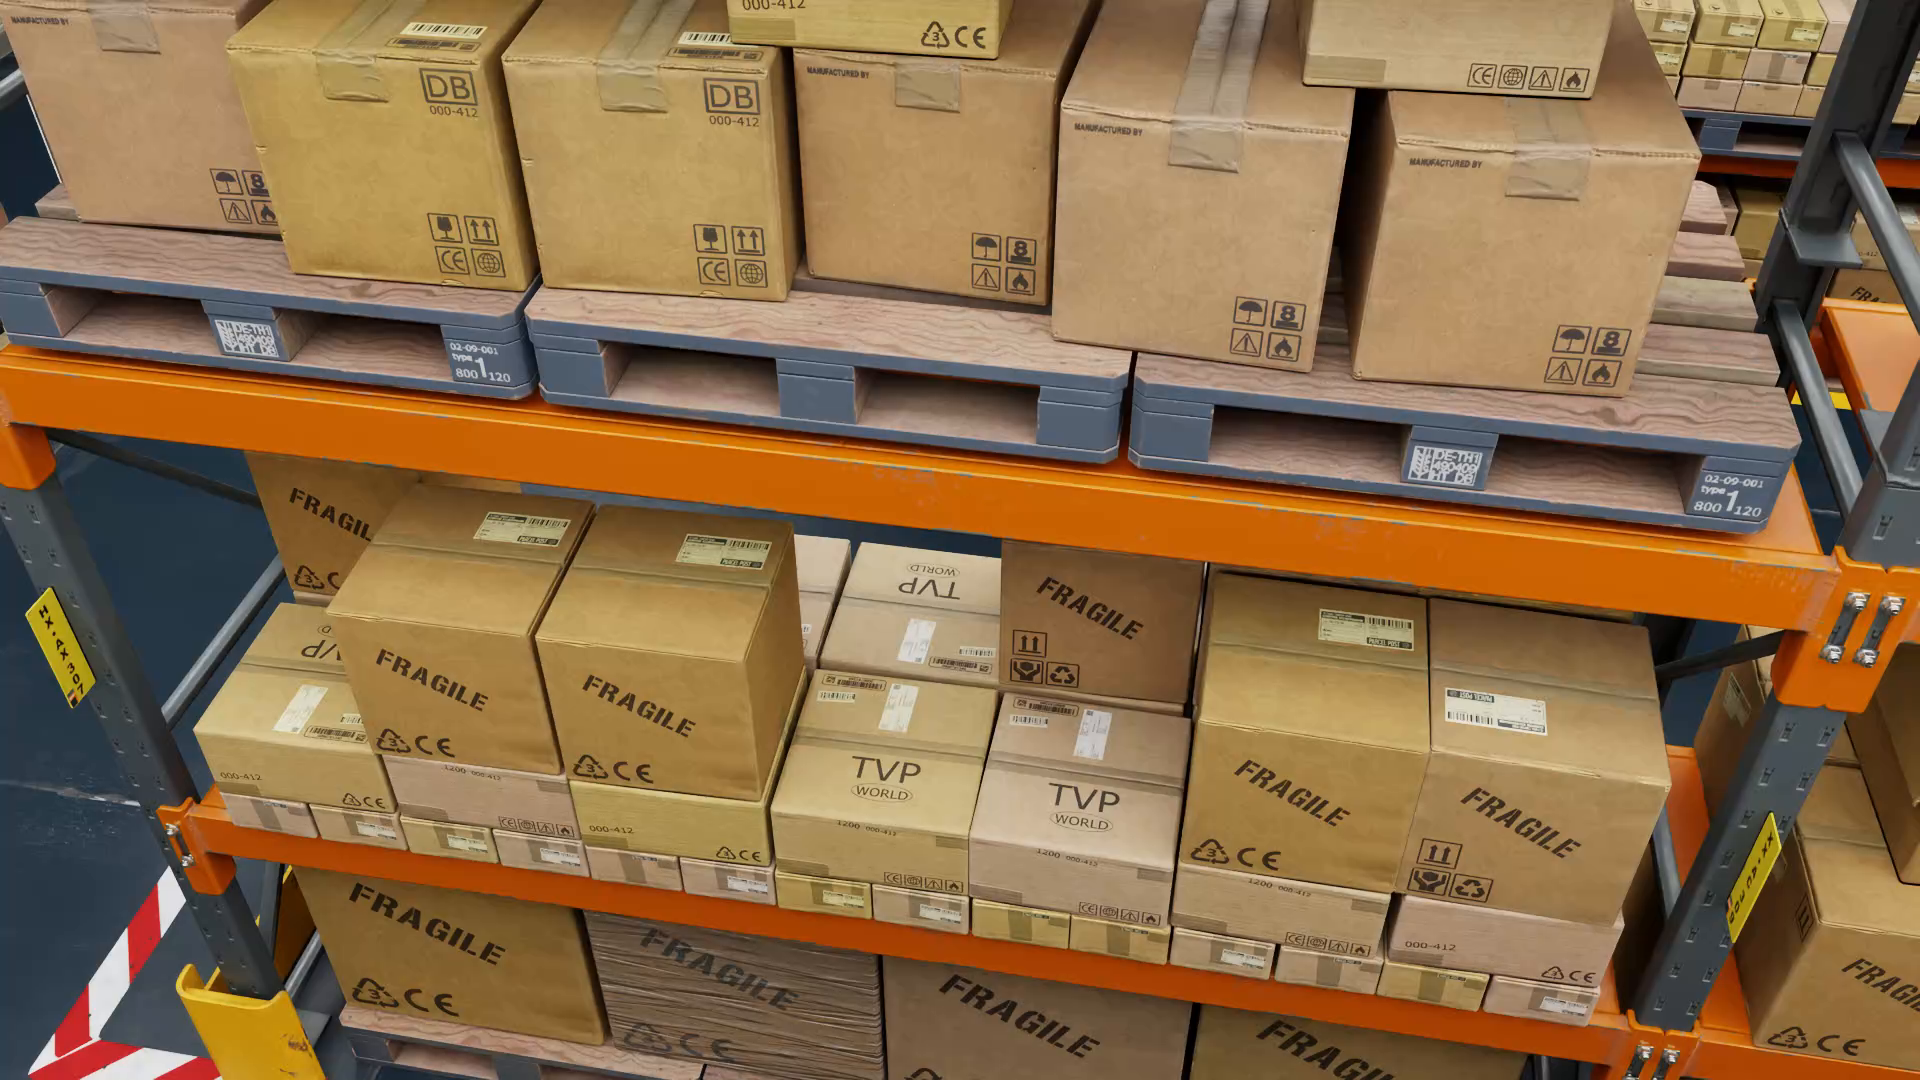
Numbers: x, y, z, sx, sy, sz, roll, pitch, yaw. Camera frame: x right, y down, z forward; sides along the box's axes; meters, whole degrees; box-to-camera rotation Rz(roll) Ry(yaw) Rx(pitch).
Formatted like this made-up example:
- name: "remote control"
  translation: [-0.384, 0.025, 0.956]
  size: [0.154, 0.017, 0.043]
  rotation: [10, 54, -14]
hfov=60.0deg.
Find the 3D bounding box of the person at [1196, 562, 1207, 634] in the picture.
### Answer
- name: "person"
  translation: [0.665, 0.373, 6.295]
  size: [0.855, 1.011, 0.534]
  rotation: [7, 41, 8]
